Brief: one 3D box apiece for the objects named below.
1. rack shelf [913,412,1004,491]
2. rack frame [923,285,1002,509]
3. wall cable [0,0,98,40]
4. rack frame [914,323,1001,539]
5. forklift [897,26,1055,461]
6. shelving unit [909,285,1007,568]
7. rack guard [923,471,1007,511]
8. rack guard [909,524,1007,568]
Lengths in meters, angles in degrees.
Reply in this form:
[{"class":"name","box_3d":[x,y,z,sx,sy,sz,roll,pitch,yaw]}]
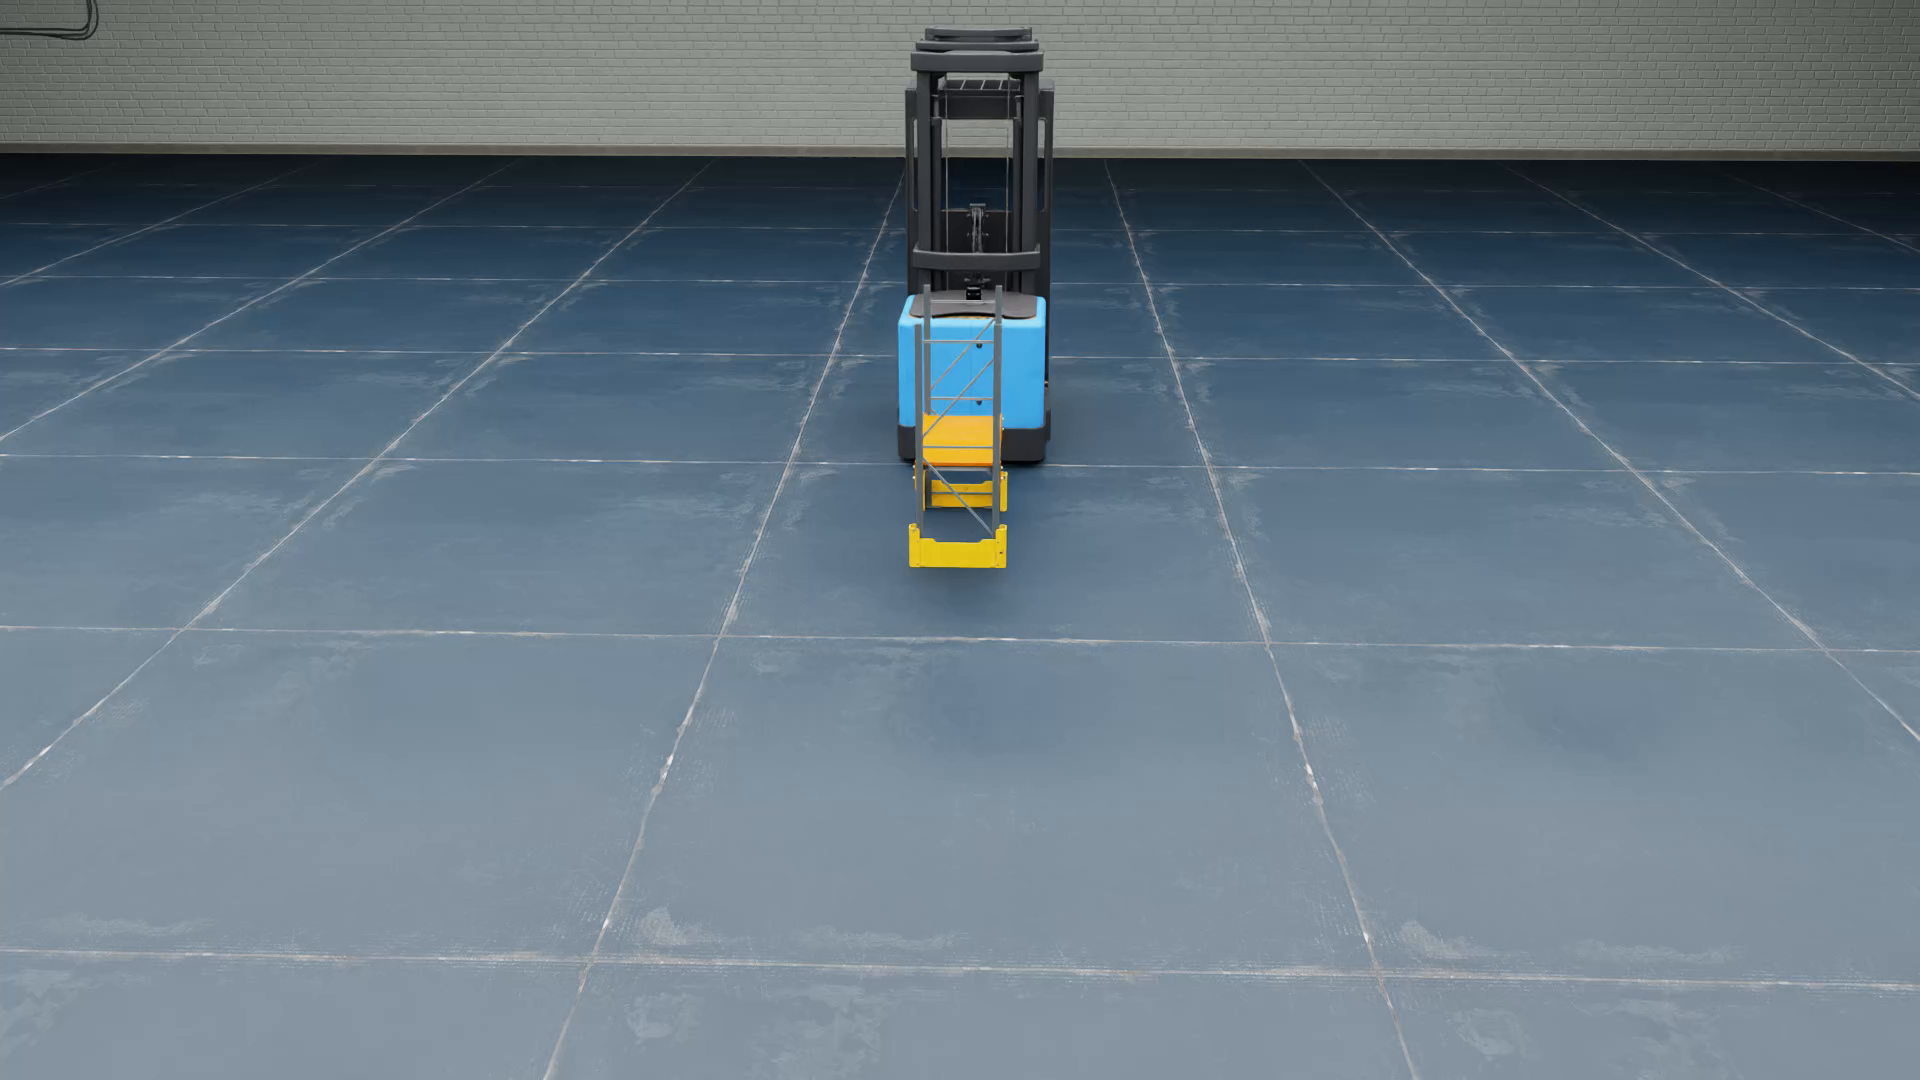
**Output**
[{"class":"rack shelf","box_3d":[0.003,-0.562,10.402,0.538,0.185,1.000,1,21,2]},{"class":"rack frame","box_3d":[0.018,-0.914,10.811,0.500,1.500,0.032,1,21,2]},{"class":"wall cable","box_3d":[-14.763,-8.861,25.219,3.097,2.526,0.112,1,21,2]},{"class":"rack frame","box_3d":[-0.013,-0.546,9.863,0.500,1.500,0.032,1,21,2]},{"class":"forklift","box_3d":[0.156,-2.413,12.696,1.130,2.935,3.031,1,21,3]},{"class":"shelving unit","box_3d":[0.002,-0.727,10.329,0.587,1.500,1.083,1,21,2]},{"class":"rack guard","box_3d":[0.017,-0.324,11.019,0.587,0.250,0.087,1,21,2]},{"class":"rack guard","box_3d":[-0.013,0.036,10.091,0.587,0.250,0.087,1,21,2]}]
